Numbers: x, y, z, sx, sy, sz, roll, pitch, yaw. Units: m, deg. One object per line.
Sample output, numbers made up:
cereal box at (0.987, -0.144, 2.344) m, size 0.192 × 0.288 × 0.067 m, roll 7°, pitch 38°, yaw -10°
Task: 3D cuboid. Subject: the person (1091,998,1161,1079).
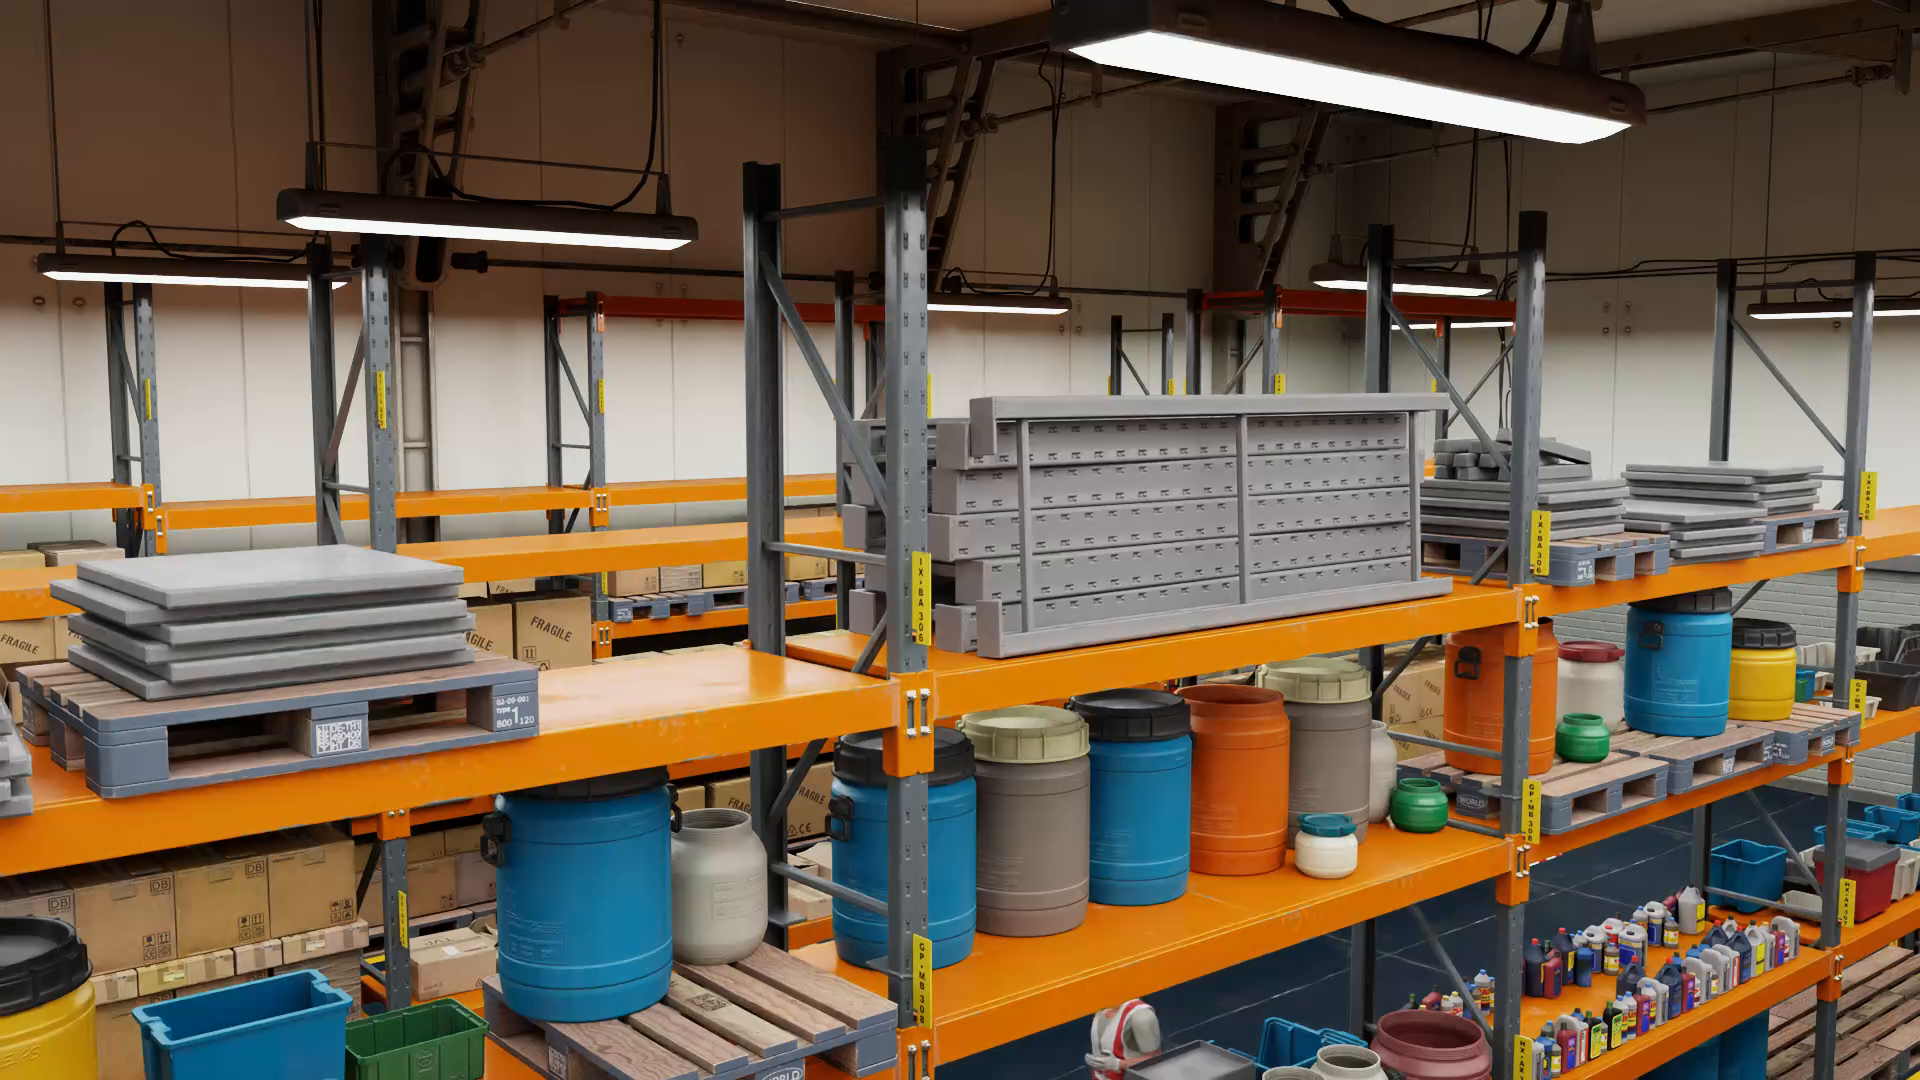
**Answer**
person at (1.024, 3.357, 9.962) m, size 0.796 × 1.776 × 0.631 m, roll -5°, pitch 7°, yaw -40°
